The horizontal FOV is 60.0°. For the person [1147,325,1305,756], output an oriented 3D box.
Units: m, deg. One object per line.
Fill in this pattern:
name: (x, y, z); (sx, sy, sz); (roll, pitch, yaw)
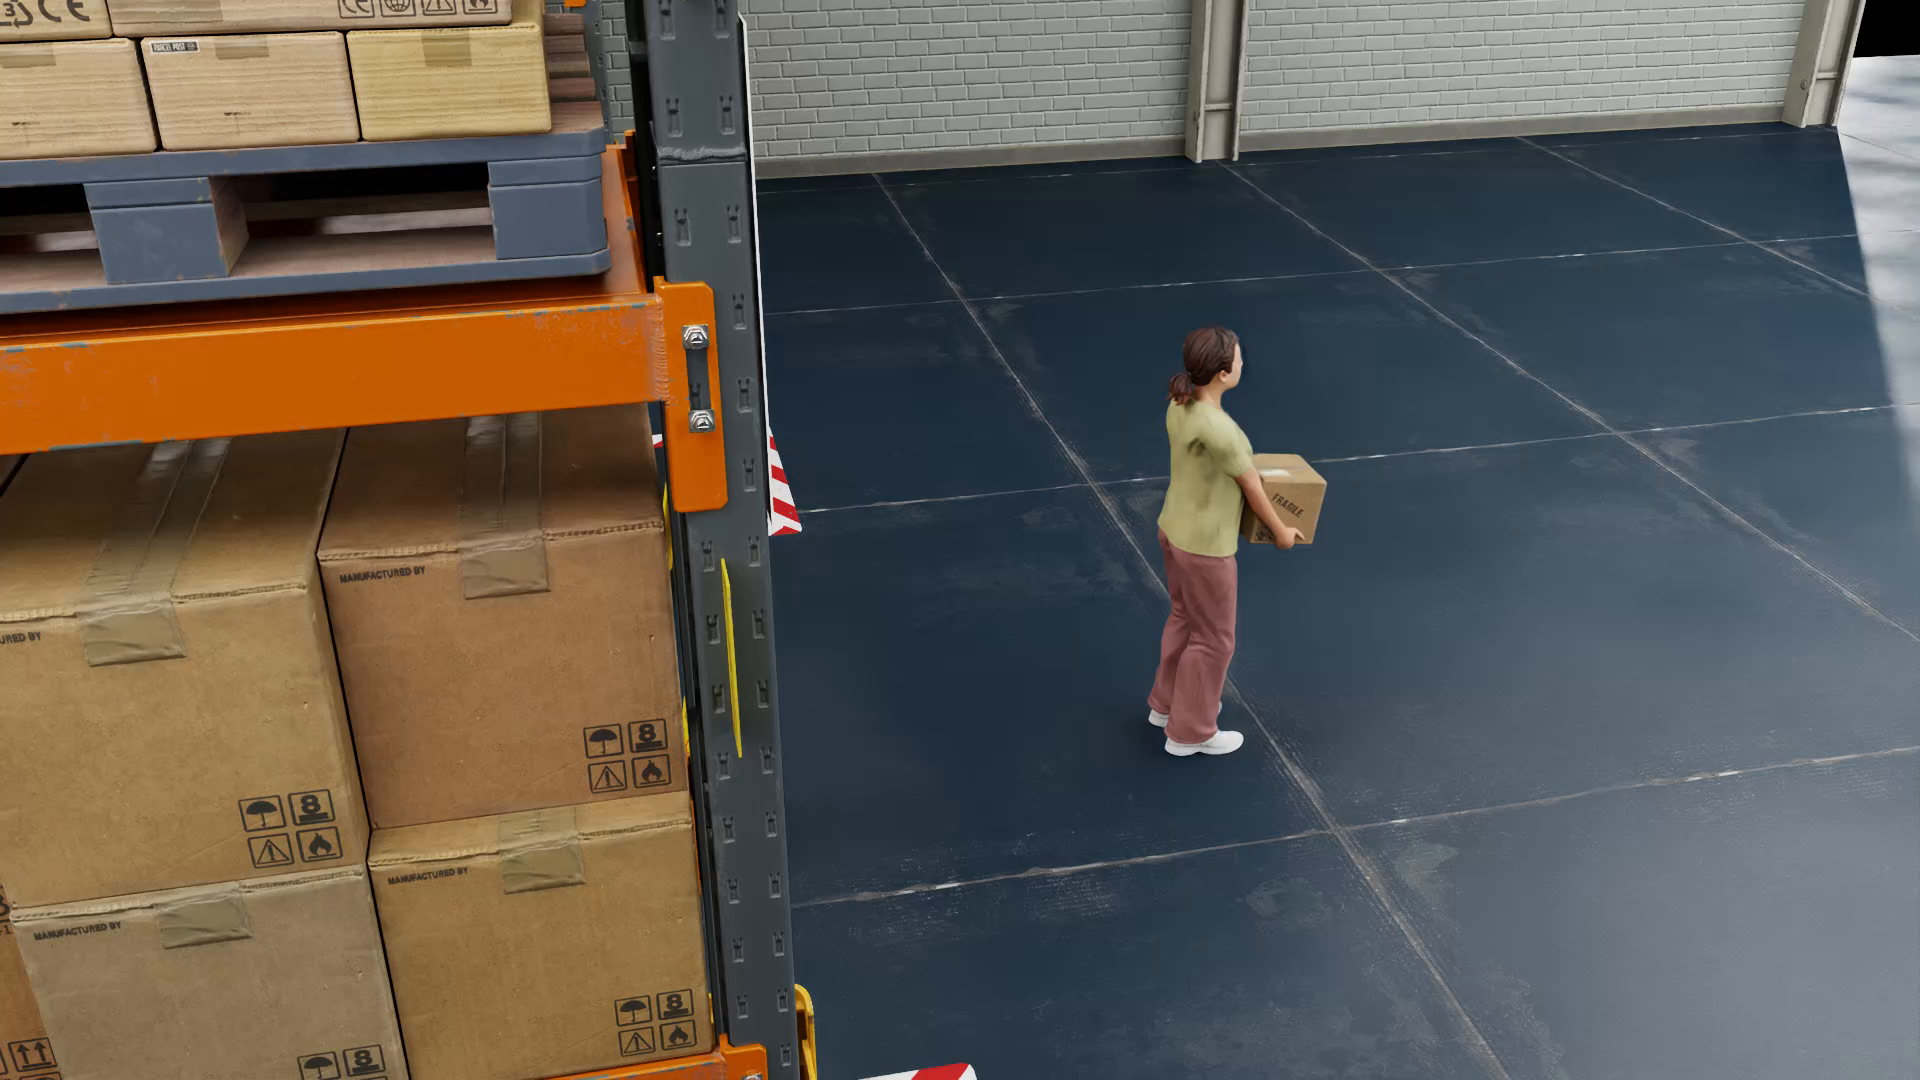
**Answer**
person: (0.968, 0.003, 6.127); (0.517, 1.668, 0.406); (-6, 28, -12)
